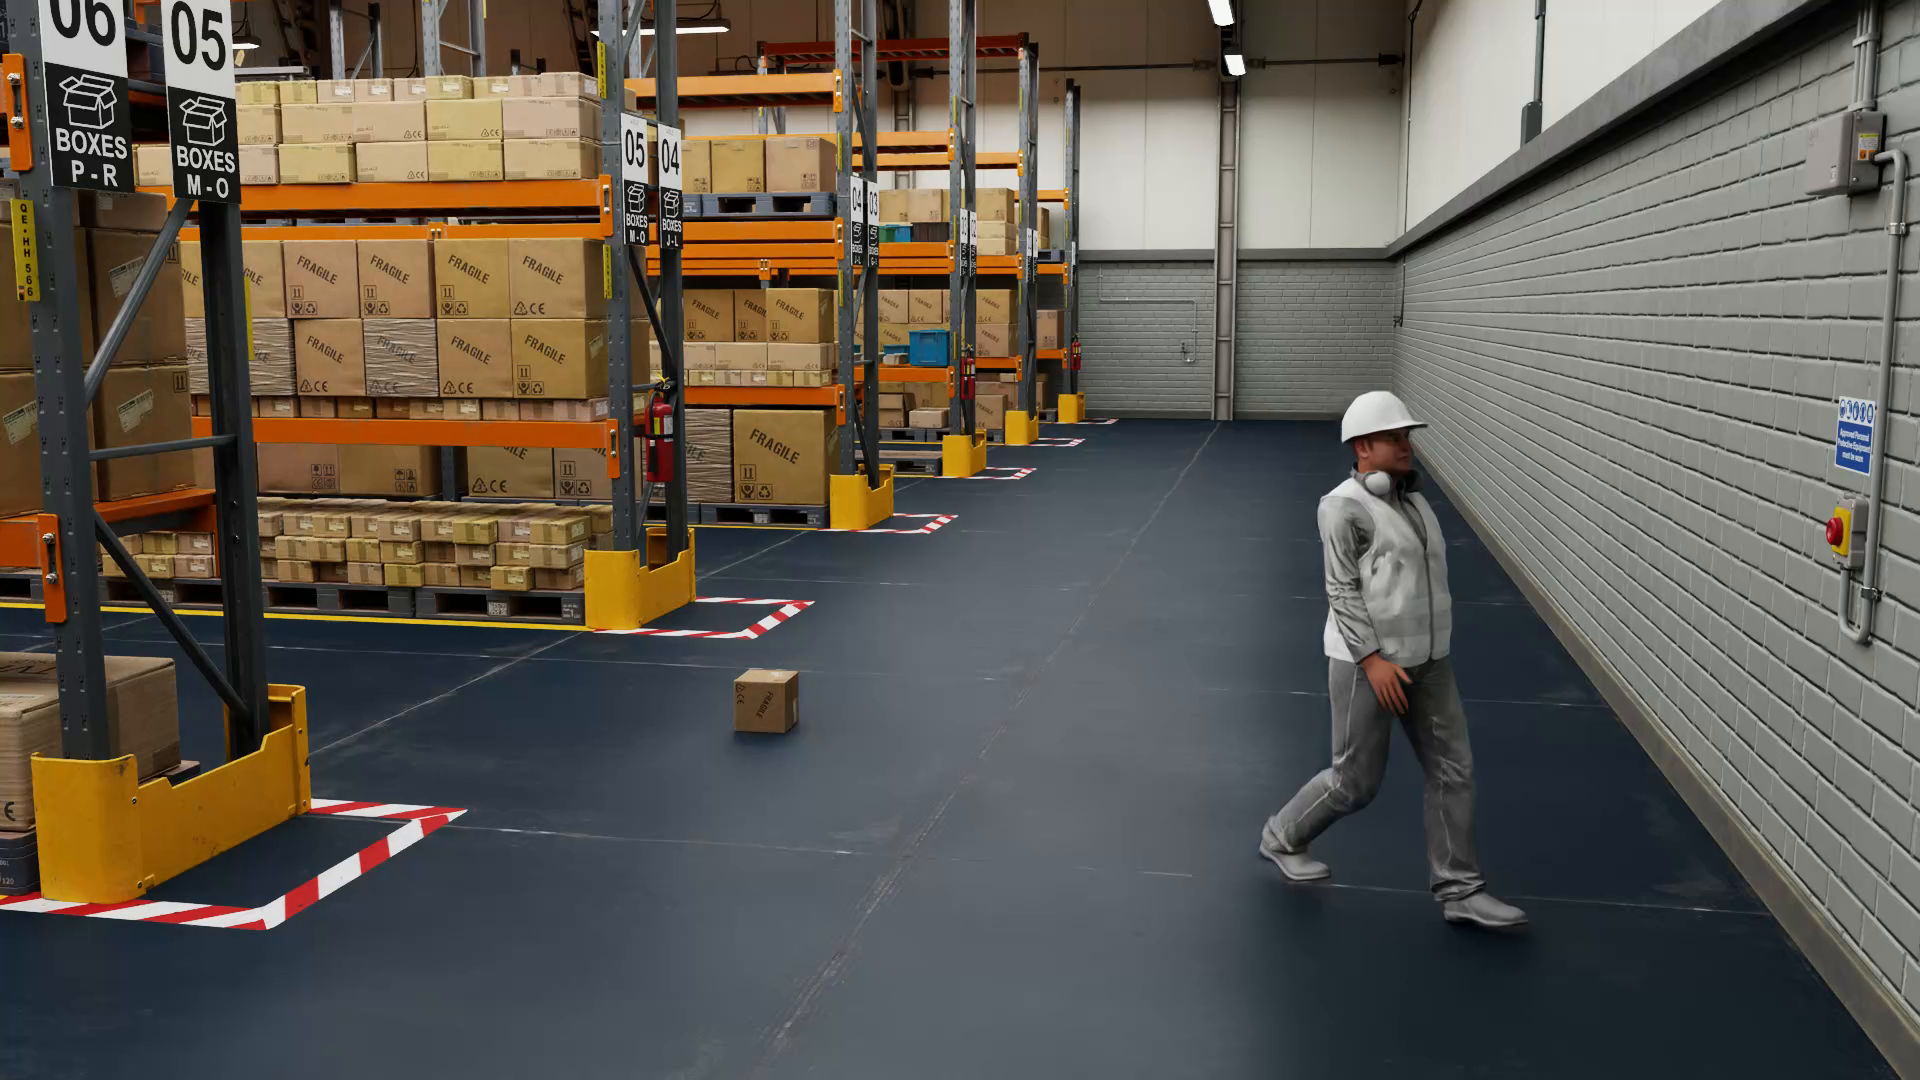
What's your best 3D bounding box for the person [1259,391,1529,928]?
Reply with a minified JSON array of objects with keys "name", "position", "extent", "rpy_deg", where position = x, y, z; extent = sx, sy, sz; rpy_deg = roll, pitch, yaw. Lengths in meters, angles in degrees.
[{"name":"person","position":[1.438,0.385,5.485],"extent":[0.554,1.736,0.919],"rpy_deg":[-6,10,-37]}]
